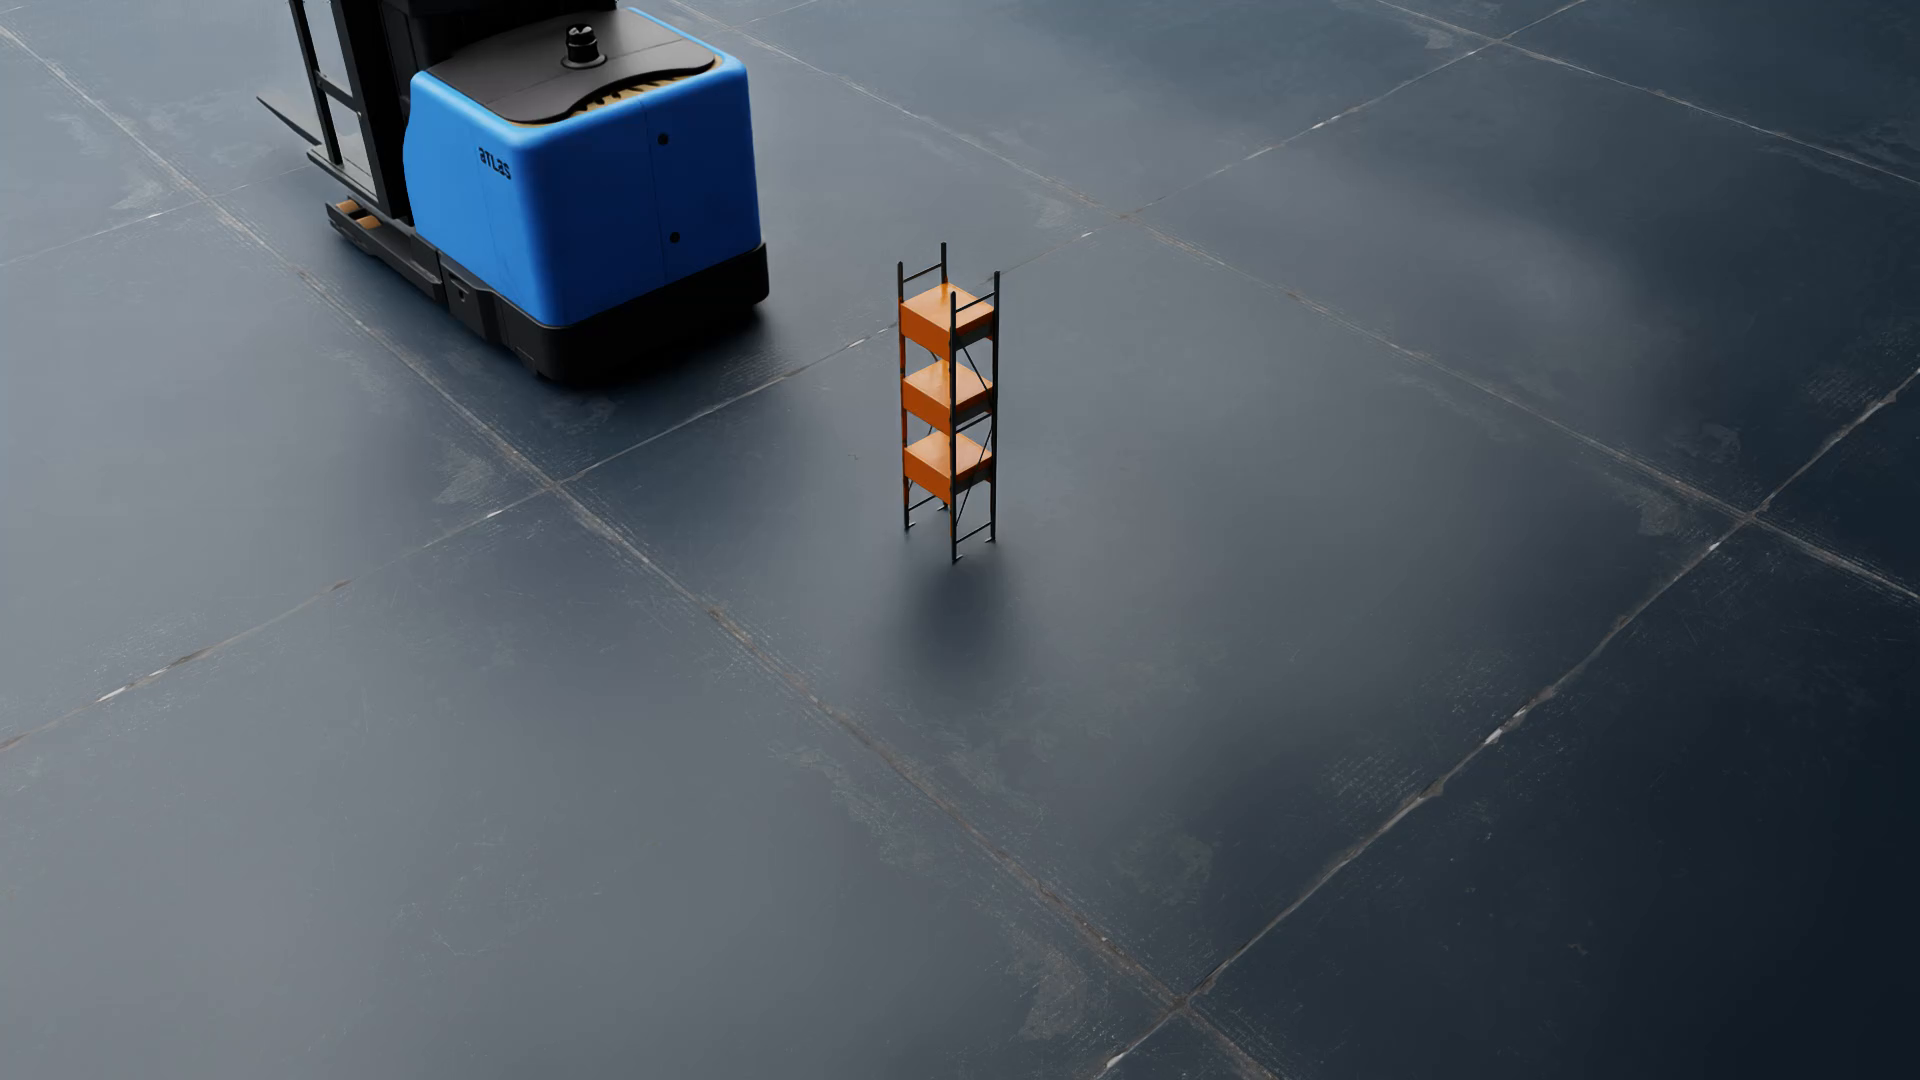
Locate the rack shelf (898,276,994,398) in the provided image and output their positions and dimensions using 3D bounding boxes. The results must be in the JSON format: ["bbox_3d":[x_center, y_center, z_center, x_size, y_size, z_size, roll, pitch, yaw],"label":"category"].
[{"bbox_3d":[-0.036,-0.646,5.279,0.215,0.259,0.240,-30,48,-32],"label":"rack shelf"}]

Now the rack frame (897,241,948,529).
[{"bbox_3d":[-0.119,-0.490,5.521,0.200,1.050,0.008,-30,48,-32],"label":"rack frame"}]

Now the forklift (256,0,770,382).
[{"bbox_3d":[-2.158,-2.587,6.620,1.130,2.935,3.031,-30,48,-32],"label":"forklift"}]

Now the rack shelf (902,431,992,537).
[{"bbox_3d":[-0.036,-0.209,5.632,0.215,0.259,0.240,-30,48,-32],"label":"rack shelf"}]

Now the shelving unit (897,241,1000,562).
[{"bbox_3d":[-0.036,-0.433,5.451,0.215,1.050,0.252,-30,48,-32],"label":"shelving unit"}]

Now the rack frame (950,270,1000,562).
[{"bbox_3d":[0.046,-0.377,5.381,0.200,1.050,0.008,-30,48,-32],"label":"rack frame"}]

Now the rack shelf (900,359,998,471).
[{"bbox_3d":[-0.036,-0.425,5.457,0.215,0.259,0.240,-30,48,-32],"label":"rack shelf"}]
